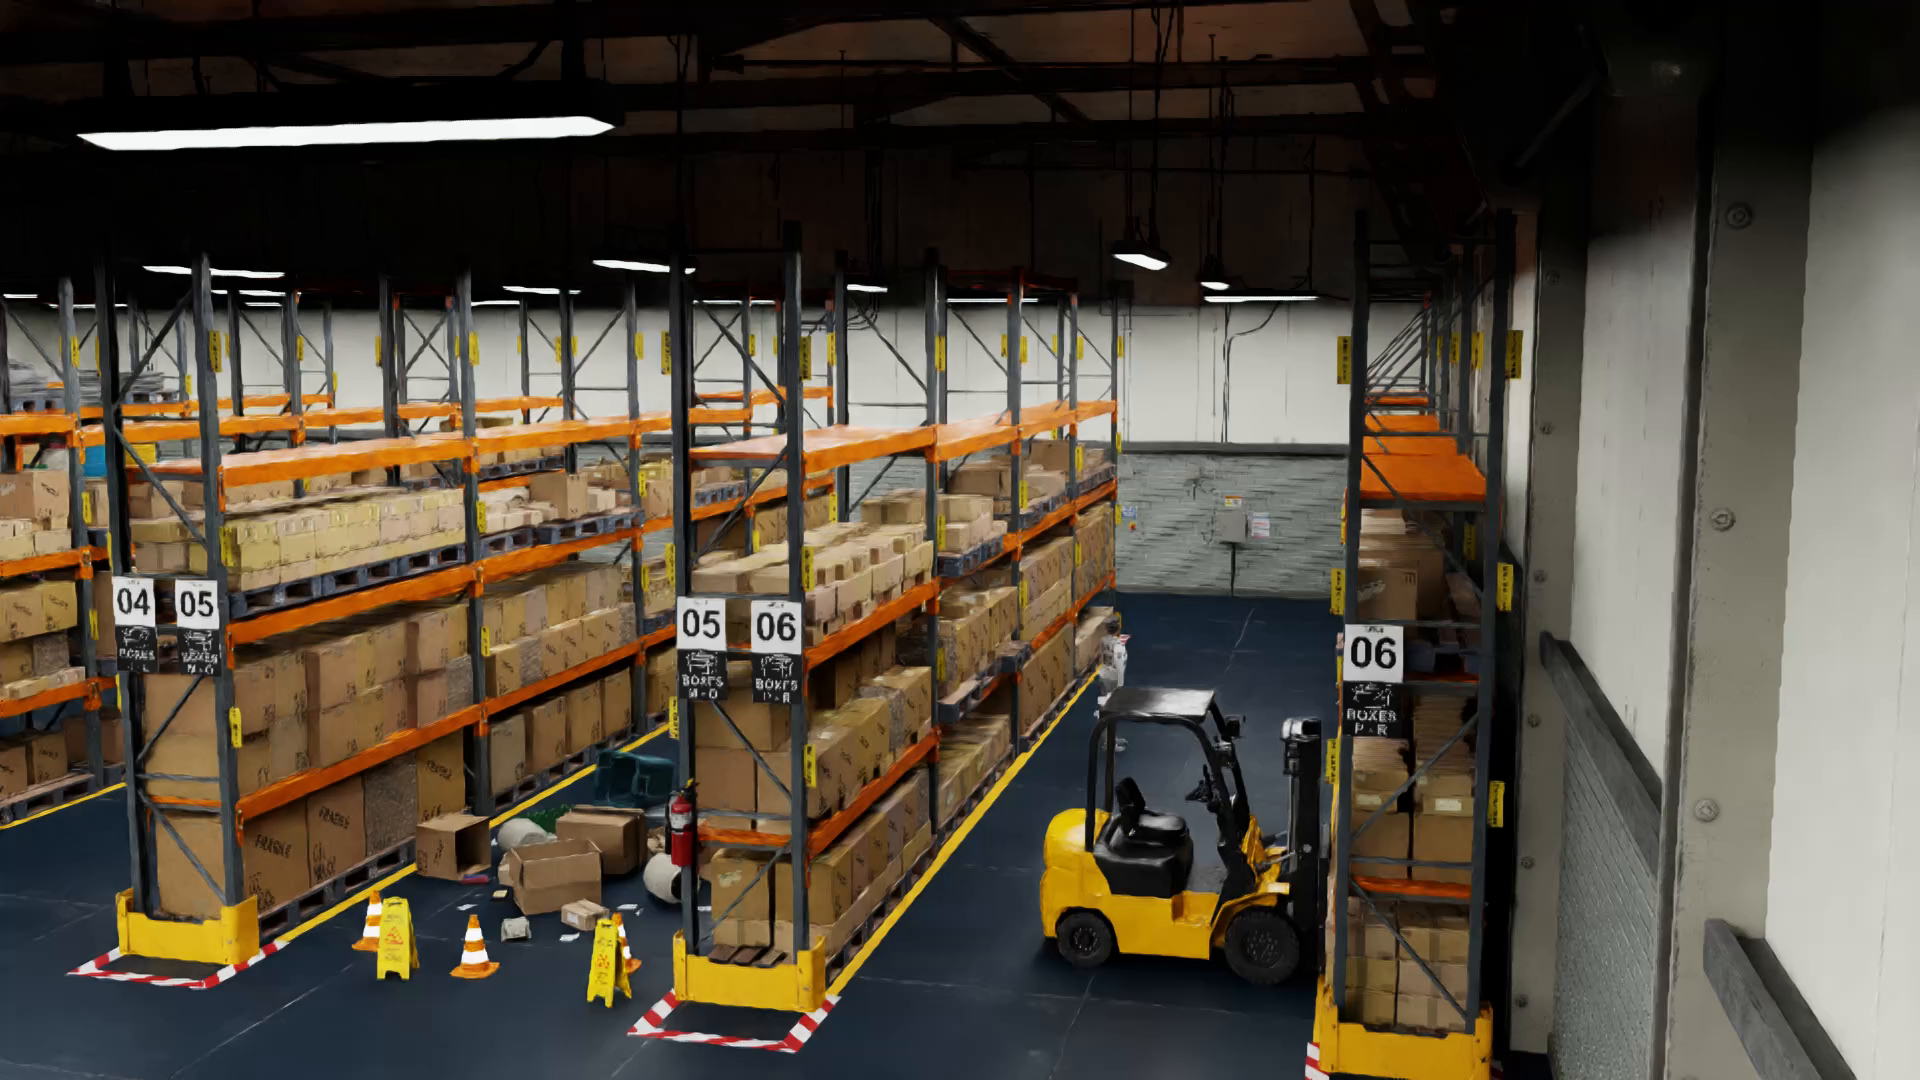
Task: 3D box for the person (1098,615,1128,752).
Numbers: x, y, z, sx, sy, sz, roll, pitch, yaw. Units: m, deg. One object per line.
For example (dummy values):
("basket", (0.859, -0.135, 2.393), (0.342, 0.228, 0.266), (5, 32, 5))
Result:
("person", (1.947, 1.783, 20.882), (0.410, 1.677, 0.537), (-2, 7, -18))
